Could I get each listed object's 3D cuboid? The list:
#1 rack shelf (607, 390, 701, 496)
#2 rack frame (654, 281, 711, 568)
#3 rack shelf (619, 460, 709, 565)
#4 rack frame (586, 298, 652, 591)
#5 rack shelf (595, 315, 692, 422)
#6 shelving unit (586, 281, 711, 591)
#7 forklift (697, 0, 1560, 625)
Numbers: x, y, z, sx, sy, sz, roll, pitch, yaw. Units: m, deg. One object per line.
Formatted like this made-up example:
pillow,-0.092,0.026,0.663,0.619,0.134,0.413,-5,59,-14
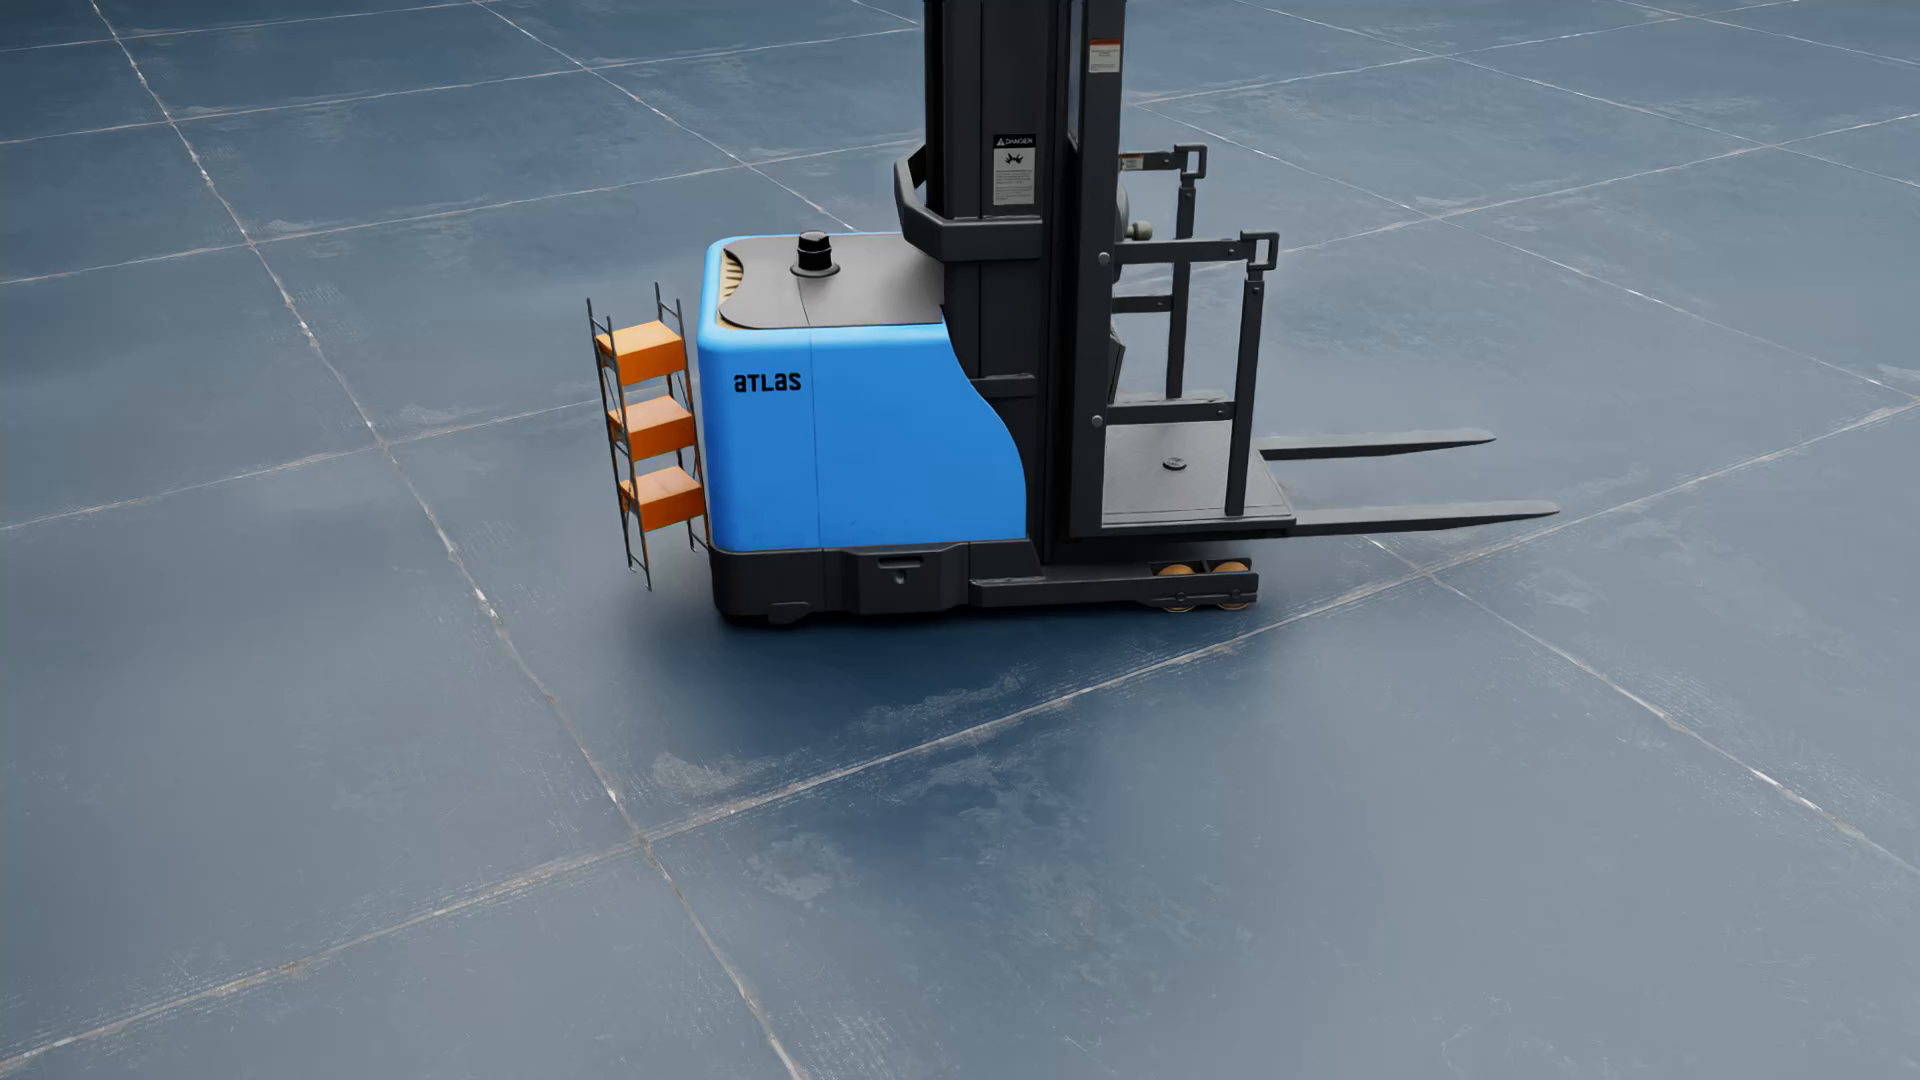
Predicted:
rack shelf,-1.067,-0.339,5.790,0.240,0.259,0.215,-19,34,-26
rack frame,-0.964,-0.384,5.839,0.008,1.050,0.200,-19,34,-26
rack shelf,-1.057,-0.099,5.930,0.240,0.259,0.215,-19,34,-26
rack frame,-1.171,-0.313,5.731,0.008,1.050,0.200,-19,34,-26
rack shelf,-1.077,-0.585,5.647,0.240,0.259,0.215,-19,34,-26
shelving unit,-1.067,-0.349,5.785,0.252,1.050,0.215,-19,34,-26
forklift,0.622,-1.281,5.539,3.031,2.935,1.130,-3,29,-5
